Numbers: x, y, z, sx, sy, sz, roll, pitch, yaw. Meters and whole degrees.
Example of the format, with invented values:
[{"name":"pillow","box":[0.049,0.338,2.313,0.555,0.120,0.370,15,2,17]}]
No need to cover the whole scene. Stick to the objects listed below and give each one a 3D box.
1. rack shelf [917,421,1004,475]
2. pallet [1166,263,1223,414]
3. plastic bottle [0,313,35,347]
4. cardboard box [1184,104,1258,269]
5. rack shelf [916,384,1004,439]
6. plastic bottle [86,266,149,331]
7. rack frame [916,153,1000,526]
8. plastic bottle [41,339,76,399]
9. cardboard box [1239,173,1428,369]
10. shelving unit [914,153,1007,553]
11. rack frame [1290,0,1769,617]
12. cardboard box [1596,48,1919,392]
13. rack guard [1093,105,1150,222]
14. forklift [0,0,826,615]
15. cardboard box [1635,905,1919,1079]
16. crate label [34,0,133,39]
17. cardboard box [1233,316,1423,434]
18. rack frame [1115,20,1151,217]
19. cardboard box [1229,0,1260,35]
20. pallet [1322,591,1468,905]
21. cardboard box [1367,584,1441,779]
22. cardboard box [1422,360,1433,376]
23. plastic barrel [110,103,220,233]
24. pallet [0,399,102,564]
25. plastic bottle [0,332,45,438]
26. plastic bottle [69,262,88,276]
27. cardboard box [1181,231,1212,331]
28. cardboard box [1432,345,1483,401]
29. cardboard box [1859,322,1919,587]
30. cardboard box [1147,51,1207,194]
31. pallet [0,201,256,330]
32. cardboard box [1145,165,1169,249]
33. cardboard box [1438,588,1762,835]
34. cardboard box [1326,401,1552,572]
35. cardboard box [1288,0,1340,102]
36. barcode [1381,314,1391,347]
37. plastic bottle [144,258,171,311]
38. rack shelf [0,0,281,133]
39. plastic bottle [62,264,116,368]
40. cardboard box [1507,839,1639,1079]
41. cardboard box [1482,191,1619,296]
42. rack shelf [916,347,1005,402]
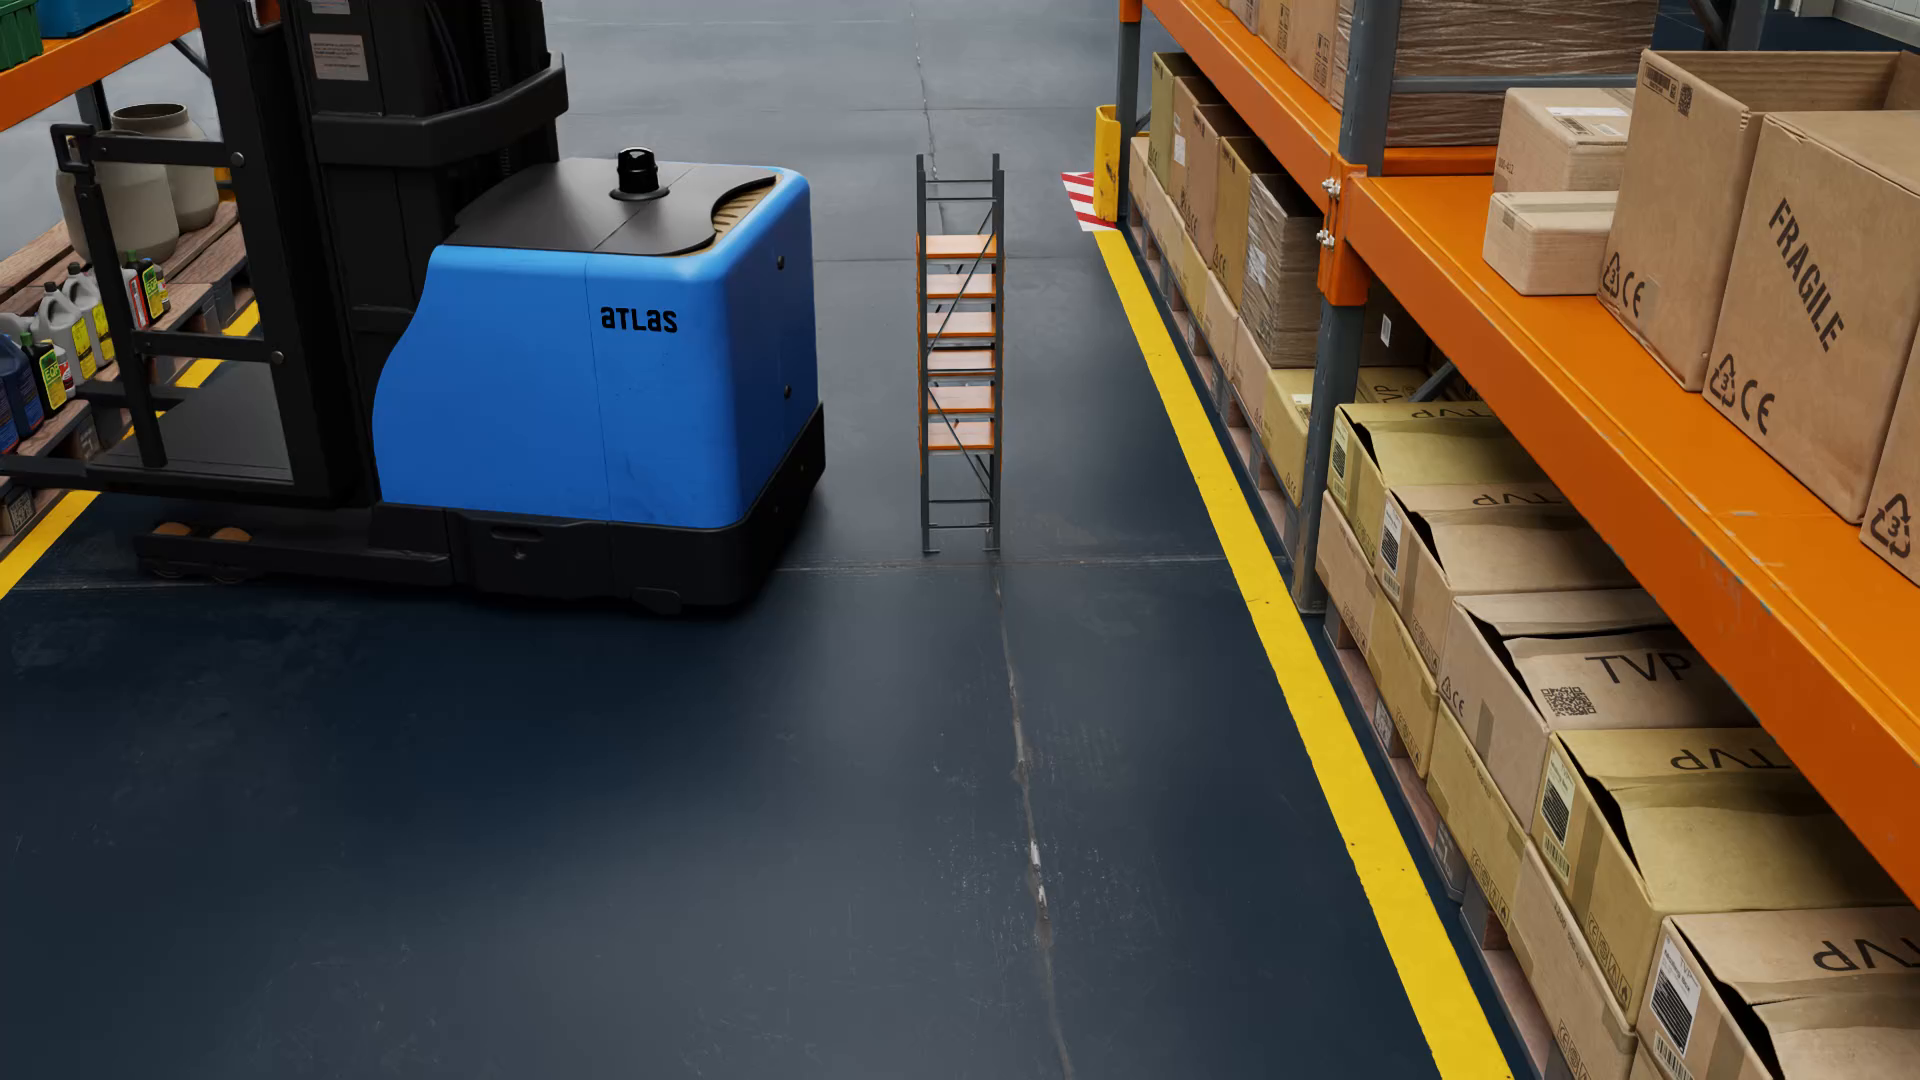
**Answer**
[{"name":"rack shelf","box":[-0.001,-0.286,5.117,0.258,0.103,0.180,-1,28,-3]},{"name":"pallet","box":[1.416,-0.844,6.640,1.003,0.211,1.213,-1,28,-3]},{"name":"plastic bottle","box":[-3.271,-0.668,5.756,0.152,0.276,0.135,-1,28,-3]},{"name":"cardboard box","box":[1.155,-1.348,6.300,0.500,0.500,0.500,-1,28,-3]},{"name":"rack shelf","box":[-0.001,-0.393,5.061,0.258,0.103,0.180,-1,28,-3]},{"name":"plastic bottle","box":[-3.154,-0.909,6.220,0.152,0.276,0.135,-1,28,-2]},{"name":"rack frame","box":[-0.006,-0.581,5.066,0.240,1.200,0.006,-1,28,-3]},{"name":"plastic bottle","box":[-3.094,-0.585,5.678,0.097,0.201,0.097,0,28,0]},{"name":"cardboard box","box":[1.225,-0.887,5.415,0.500,0.500,0.500,-1,28,-3]},{"name":"shelving unit","box":[-0.001,-0.539,4.985,0.258,1.200,0.189,-1,28,-3]},{"name":"rack frame","box":[1.482,-1.147,4.206,1.000,3.000,0.127,-1,28,-3]},{"name":"cardboard box","box":[1.534,-0.593,3.036,0.500,0.500,0.500,1,28,1]},{"name":"rack guard","box":[1.272,-1.897,8.347,1.175,0.500,0.348,-1,28,-3]},{"name":"forklift","box":[-2.016,-1.402,4.768,3.031,2.935,1.130,5,28,9]},{"name":"cardboard box","box":[1.361,0.775,2.433,0.500,0.311,0.500,-2,28,-3]},{"name":"crate label","box":[-3.307,-2.049,5.896,0.502,0.435,0.616,-1,28,-3]},{"name":"cardboard box","box":[1.223,-0.554,5.588,0.500,0.250,0.500,-1,28,-3]},{"name":"rack frame","box":[1.273,-2.994,7.748,1.000,3.000,0.127,-1,28,-3]},{"name":"cardboard box","box":[1.369,-2.108,5.940,0.700,0.500,0.500,-1,28,-1]},{"name":"pallet","box":[1.560,0.428,4.200,1.003,0.211,1.213,-1,28,-3]},{"name":"cardboard box","box":[1.281,0.314,3.923,0.500,0.250,0.500,-1,28,-1]},{"name":"cardboard box","box":[1.740,-0.567,5.612,0.500,0.250,0.500,-1,28,-3]},{"name":"plastic barrel","box":[-3.563,-1.658,7.421,0.421,0.512,0.421,0,28,0]},{"name":"pallet","box":[-3.458,-0.104,5.221,1.003,0.211,1.213,-1,28,-3]},{"name":"plastic bottle","box":[-3.102,-0.520,5.392,0.144,0.351,0.185,-3,28,-5]},{"name":"plastic bottle","box":[-3.260,-0.910,6.212,0.061,0.283,0.133,-1,28,-3]},{"name":"cardboard box","box":[1.156,-1.016,6.473,0.500,0.250,0.500,-1,28,-3]},{"name":"cardboard box","box":[1.771,-0.668,4.996,0.500,0.500,0.500,-1,28,-3]},{"name":"cardboard box","box":[1.587,-0.119,2.126,0.500,0.500,0.500,-3,28,-5]},{"name":"cardboard box","box":[1.107,-1.810,7.185,0.500,0.500,0.500,-1,28,-3]},{"name":"pallet","box":[-3.585,-1.231,7.382,1.003,0.211,1.213,-1,28,-3]},{"name":"cardboard box","box":[1.109,-1.478,7.359,0.500,0.250,0.500,-1,28,-3]},{"name":"cardboard box","box":[1.304,0.304,3.336,0.500,0.311,0.500,-2,28,-4]},{"name":"cardboard box","box":[1.255,-0.166,4.238,0.500,0.311,0.500,-1,28,-2]},{"name":"cardboard box","box":[1.419,-1.640,5.042,0.700,0.500,0.500,-2,28,-3]},{"name":"barcode","box":[1.080,-0.532,4.215,0.001,0.075,0.075,-1,28,-3]},{"name":"plastic bottle","box":[-3.140,-0.993,6.461,0.097,0.201,0.097,0,28,0]},{"name":"rack shelf","box":[-3.569,-1.634,5.917,1.077,0.370,4.000,-1,28,-3]},{"name":"plastic bottle","box":[-3.134,-0.802,5.933,0.144,0.351,0.185,0,28,-1]},{"name":"cardboard box","box":[1.337,0.788,3.014,0.500,0.250,0.500,-1,28,-2]},{"name":"cardboard box","box":[1.324,-0.622,3.470,0.380,0.149,0.250,-1,28,-3]},{"name":"rack shelf","box":[-0.001,-0.499,5.006,0.258,0.103,0.180,-1,28,-3]}]
